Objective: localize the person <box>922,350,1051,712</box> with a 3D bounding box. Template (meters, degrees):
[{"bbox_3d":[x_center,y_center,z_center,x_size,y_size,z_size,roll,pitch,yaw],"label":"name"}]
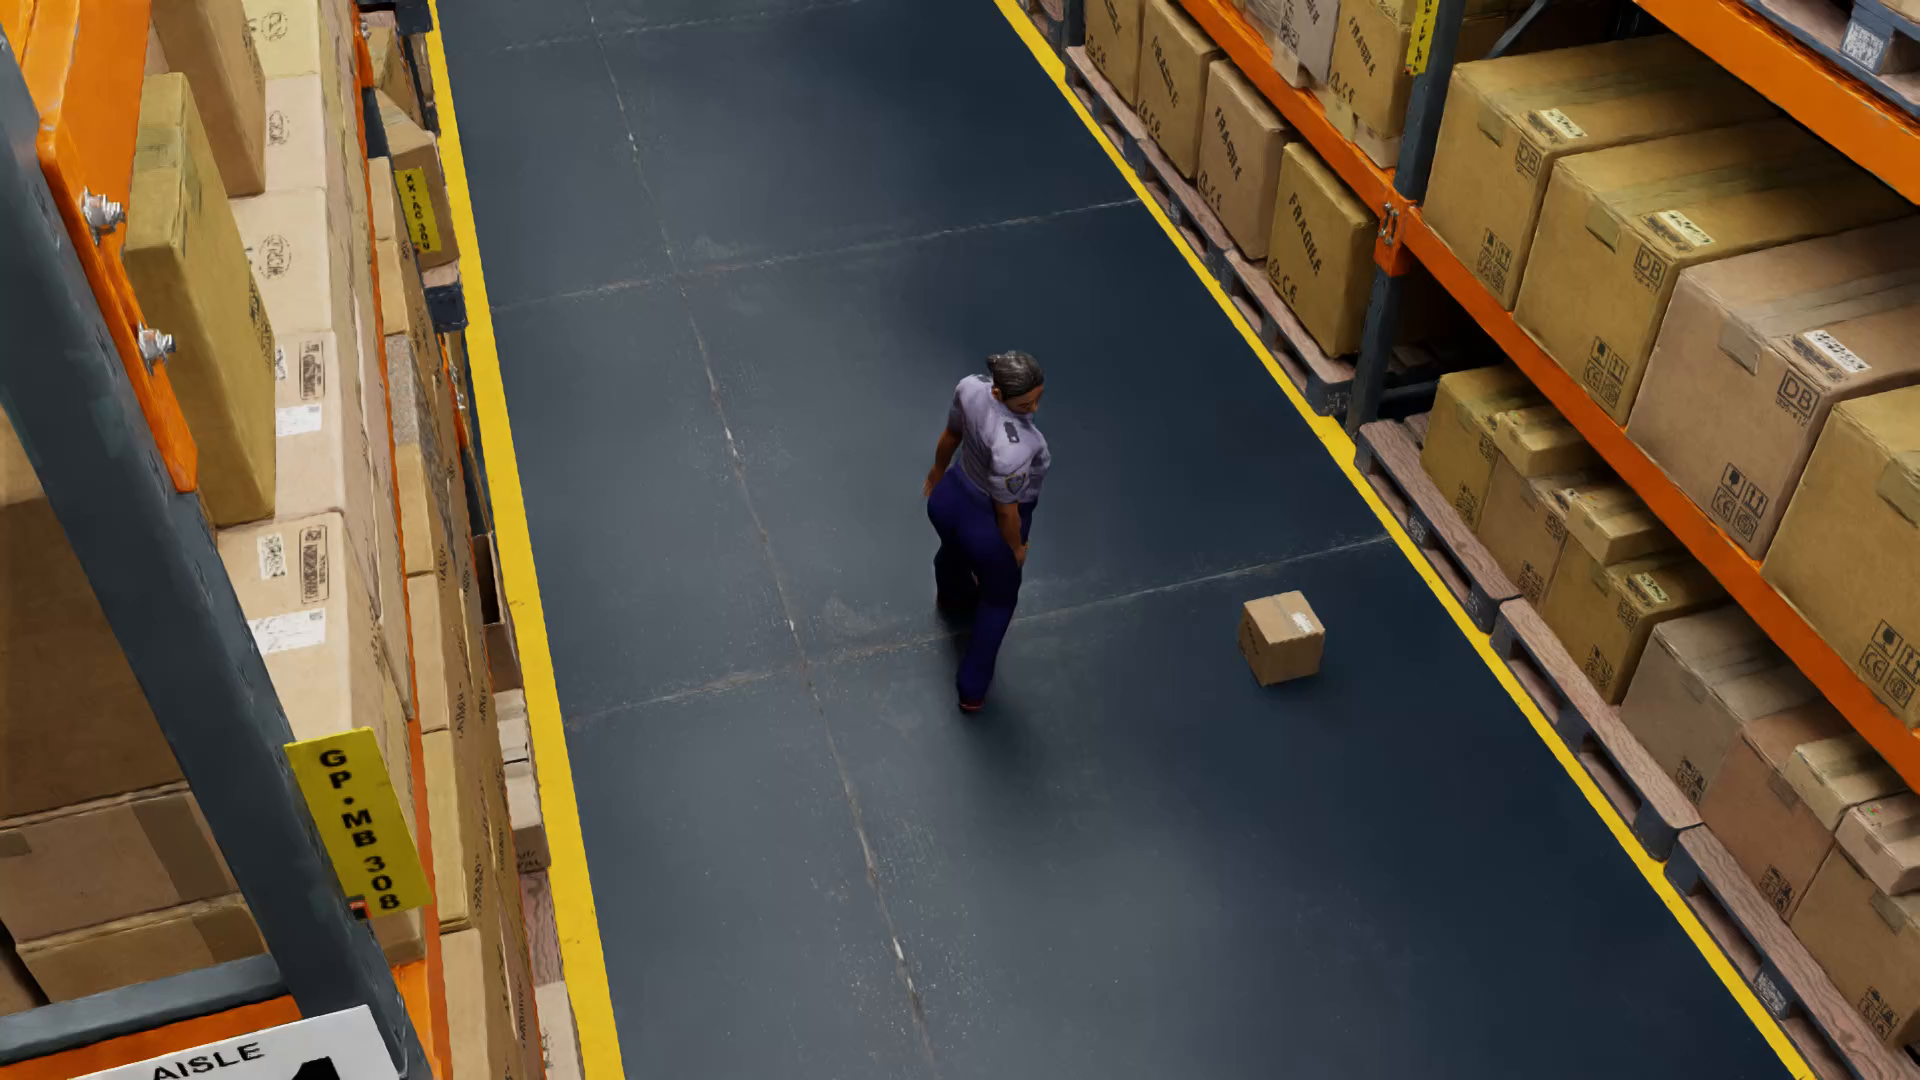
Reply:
[{"bbox_3d":[0.084,-0.140,6.364,0.586,1.615,0.655,-29,50,-28],"label":"person"}]
